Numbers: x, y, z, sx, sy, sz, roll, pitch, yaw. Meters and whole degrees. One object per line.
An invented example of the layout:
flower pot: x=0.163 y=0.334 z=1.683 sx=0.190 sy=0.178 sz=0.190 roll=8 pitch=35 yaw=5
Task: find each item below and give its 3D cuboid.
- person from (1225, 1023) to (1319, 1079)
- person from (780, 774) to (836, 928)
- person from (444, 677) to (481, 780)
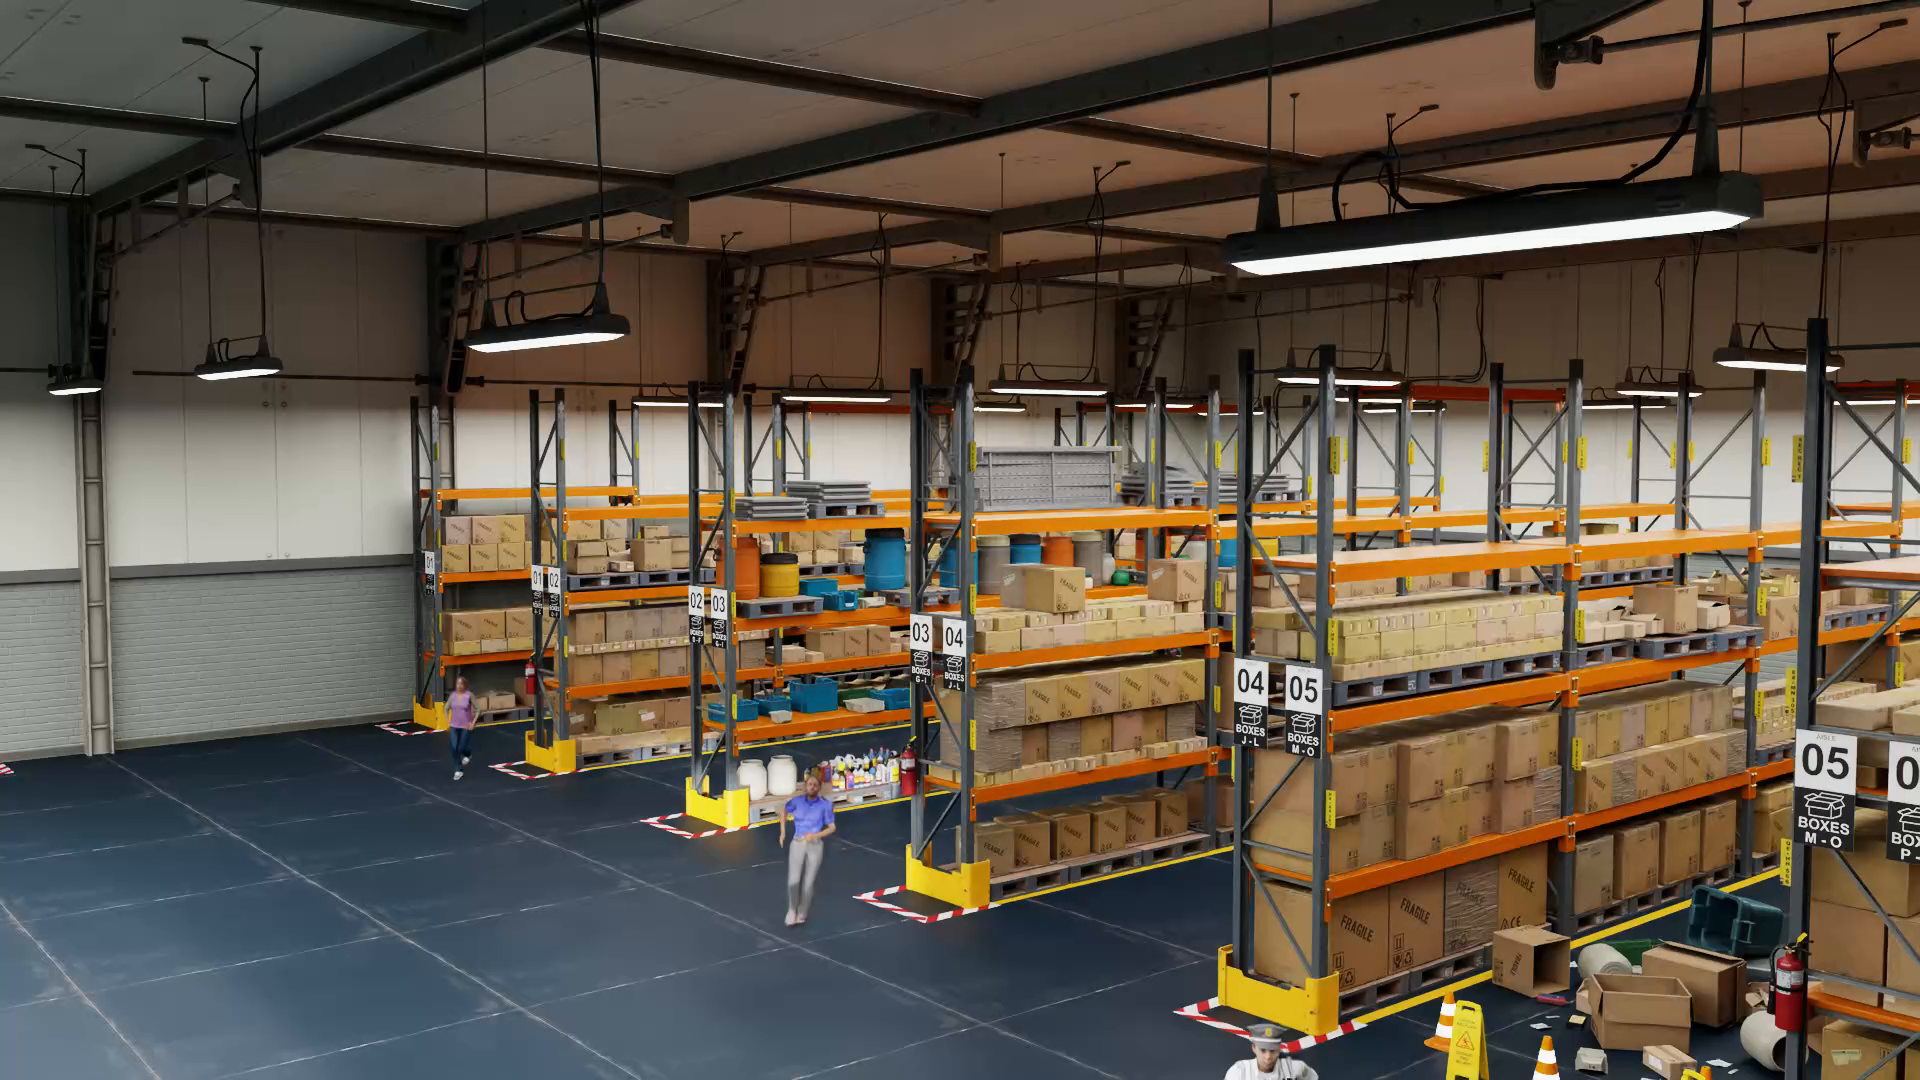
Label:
person: x=1.881 y=3.744 z=10.230 sx=0.649 sy=1.693 sz=0.950 roll=0 pitch=3 yaw=7
person: x=-1.621 y=3.311 z=17.698 sx=0.597 sy=1.606 sz=0.593 roll=0 pitch=3 yaw=-3
person: x=-7.690 y=2.886 z=25.703 sx=0.572 sy=1.564 sz=0.562 roll=0 pitch=3 yaw=-1
